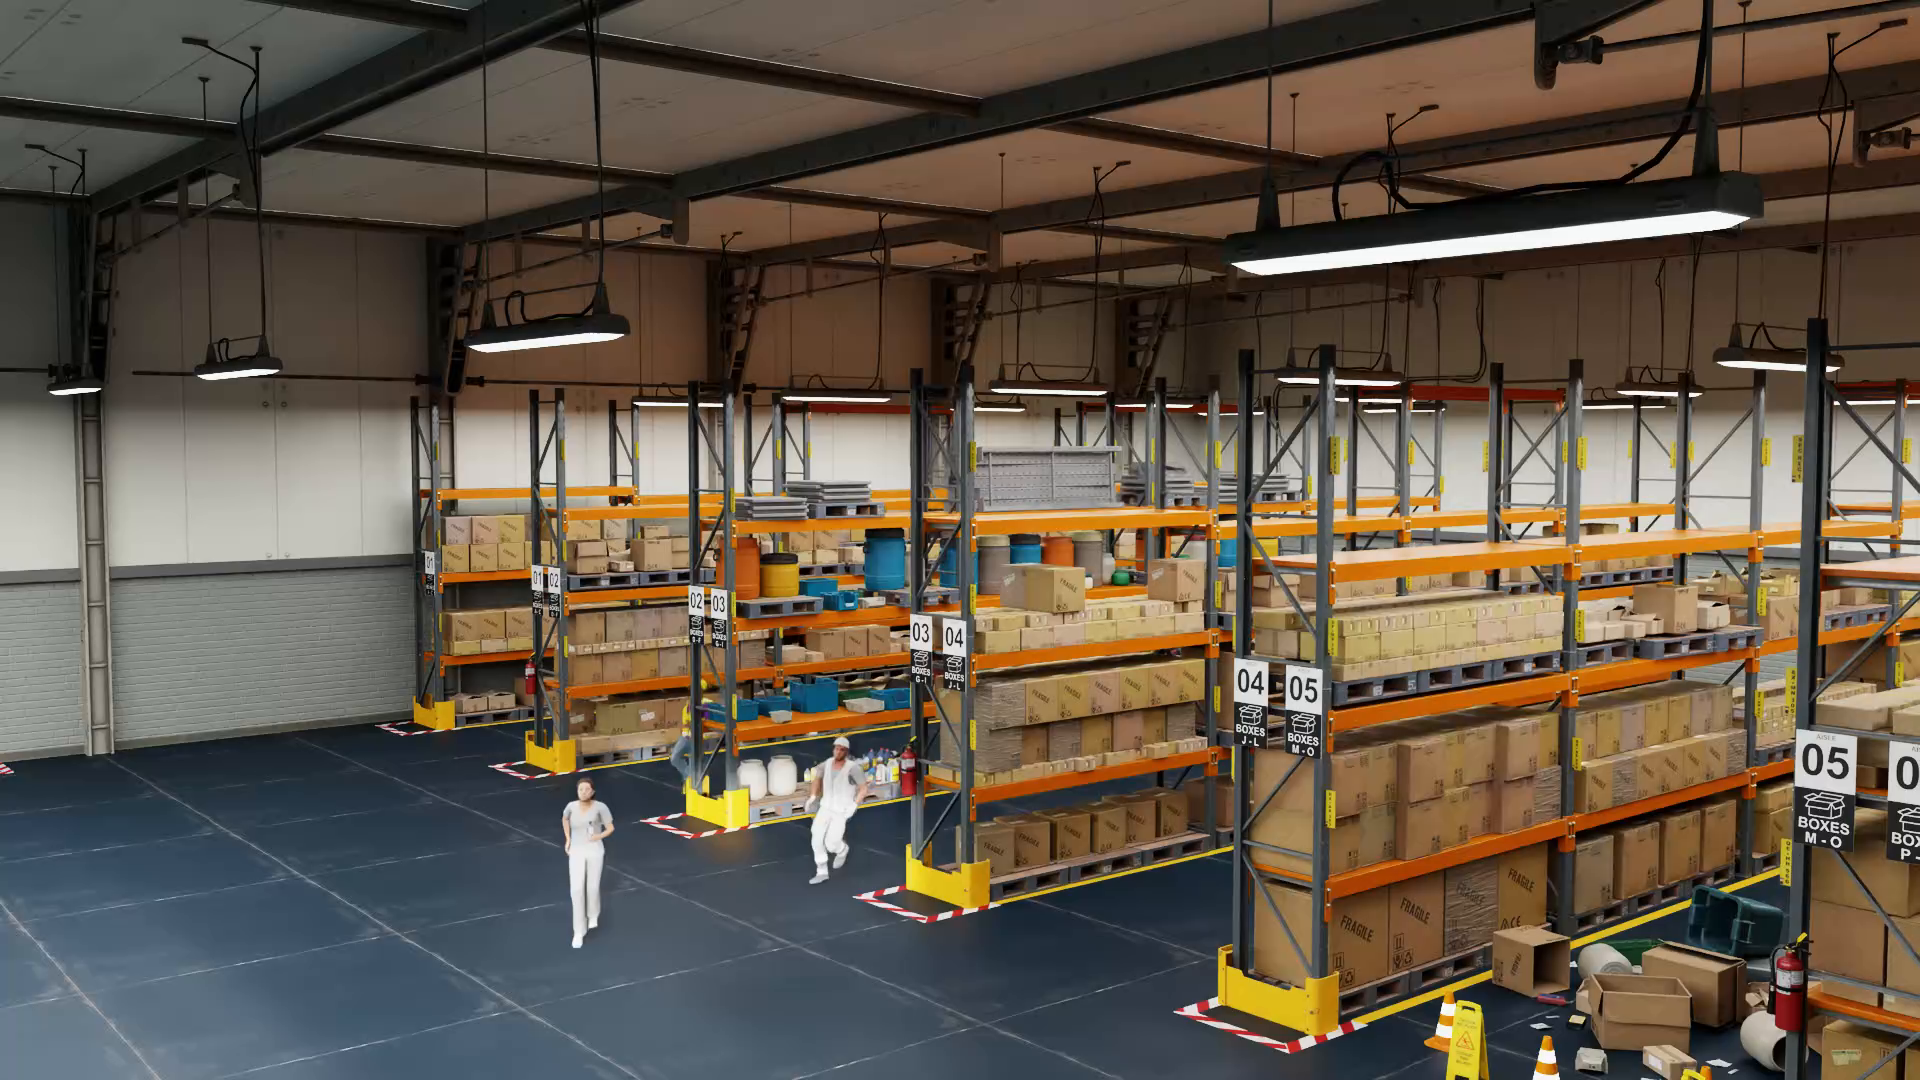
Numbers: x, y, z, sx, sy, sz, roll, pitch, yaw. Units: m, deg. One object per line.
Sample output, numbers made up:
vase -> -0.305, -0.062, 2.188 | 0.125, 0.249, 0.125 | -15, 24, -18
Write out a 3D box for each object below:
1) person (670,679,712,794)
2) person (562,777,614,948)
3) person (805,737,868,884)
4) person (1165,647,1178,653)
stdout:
person -> -3.869, 2.871, 24.210 | 0.689, 1.720, 0.636 | 3, 4, 37
person -> -3.873, 3.309, 17.330 | 0.554, 1.716, 0.777 | 0, 3, -7
person -> -1.426, 3.159, 19.525 | 0.709, 1.732, 0.575 | 2, 4, 26
person -> 3.815, 2.418, 32.075 | 0.694, 1.725, 0.628 | -3, 5, -44
